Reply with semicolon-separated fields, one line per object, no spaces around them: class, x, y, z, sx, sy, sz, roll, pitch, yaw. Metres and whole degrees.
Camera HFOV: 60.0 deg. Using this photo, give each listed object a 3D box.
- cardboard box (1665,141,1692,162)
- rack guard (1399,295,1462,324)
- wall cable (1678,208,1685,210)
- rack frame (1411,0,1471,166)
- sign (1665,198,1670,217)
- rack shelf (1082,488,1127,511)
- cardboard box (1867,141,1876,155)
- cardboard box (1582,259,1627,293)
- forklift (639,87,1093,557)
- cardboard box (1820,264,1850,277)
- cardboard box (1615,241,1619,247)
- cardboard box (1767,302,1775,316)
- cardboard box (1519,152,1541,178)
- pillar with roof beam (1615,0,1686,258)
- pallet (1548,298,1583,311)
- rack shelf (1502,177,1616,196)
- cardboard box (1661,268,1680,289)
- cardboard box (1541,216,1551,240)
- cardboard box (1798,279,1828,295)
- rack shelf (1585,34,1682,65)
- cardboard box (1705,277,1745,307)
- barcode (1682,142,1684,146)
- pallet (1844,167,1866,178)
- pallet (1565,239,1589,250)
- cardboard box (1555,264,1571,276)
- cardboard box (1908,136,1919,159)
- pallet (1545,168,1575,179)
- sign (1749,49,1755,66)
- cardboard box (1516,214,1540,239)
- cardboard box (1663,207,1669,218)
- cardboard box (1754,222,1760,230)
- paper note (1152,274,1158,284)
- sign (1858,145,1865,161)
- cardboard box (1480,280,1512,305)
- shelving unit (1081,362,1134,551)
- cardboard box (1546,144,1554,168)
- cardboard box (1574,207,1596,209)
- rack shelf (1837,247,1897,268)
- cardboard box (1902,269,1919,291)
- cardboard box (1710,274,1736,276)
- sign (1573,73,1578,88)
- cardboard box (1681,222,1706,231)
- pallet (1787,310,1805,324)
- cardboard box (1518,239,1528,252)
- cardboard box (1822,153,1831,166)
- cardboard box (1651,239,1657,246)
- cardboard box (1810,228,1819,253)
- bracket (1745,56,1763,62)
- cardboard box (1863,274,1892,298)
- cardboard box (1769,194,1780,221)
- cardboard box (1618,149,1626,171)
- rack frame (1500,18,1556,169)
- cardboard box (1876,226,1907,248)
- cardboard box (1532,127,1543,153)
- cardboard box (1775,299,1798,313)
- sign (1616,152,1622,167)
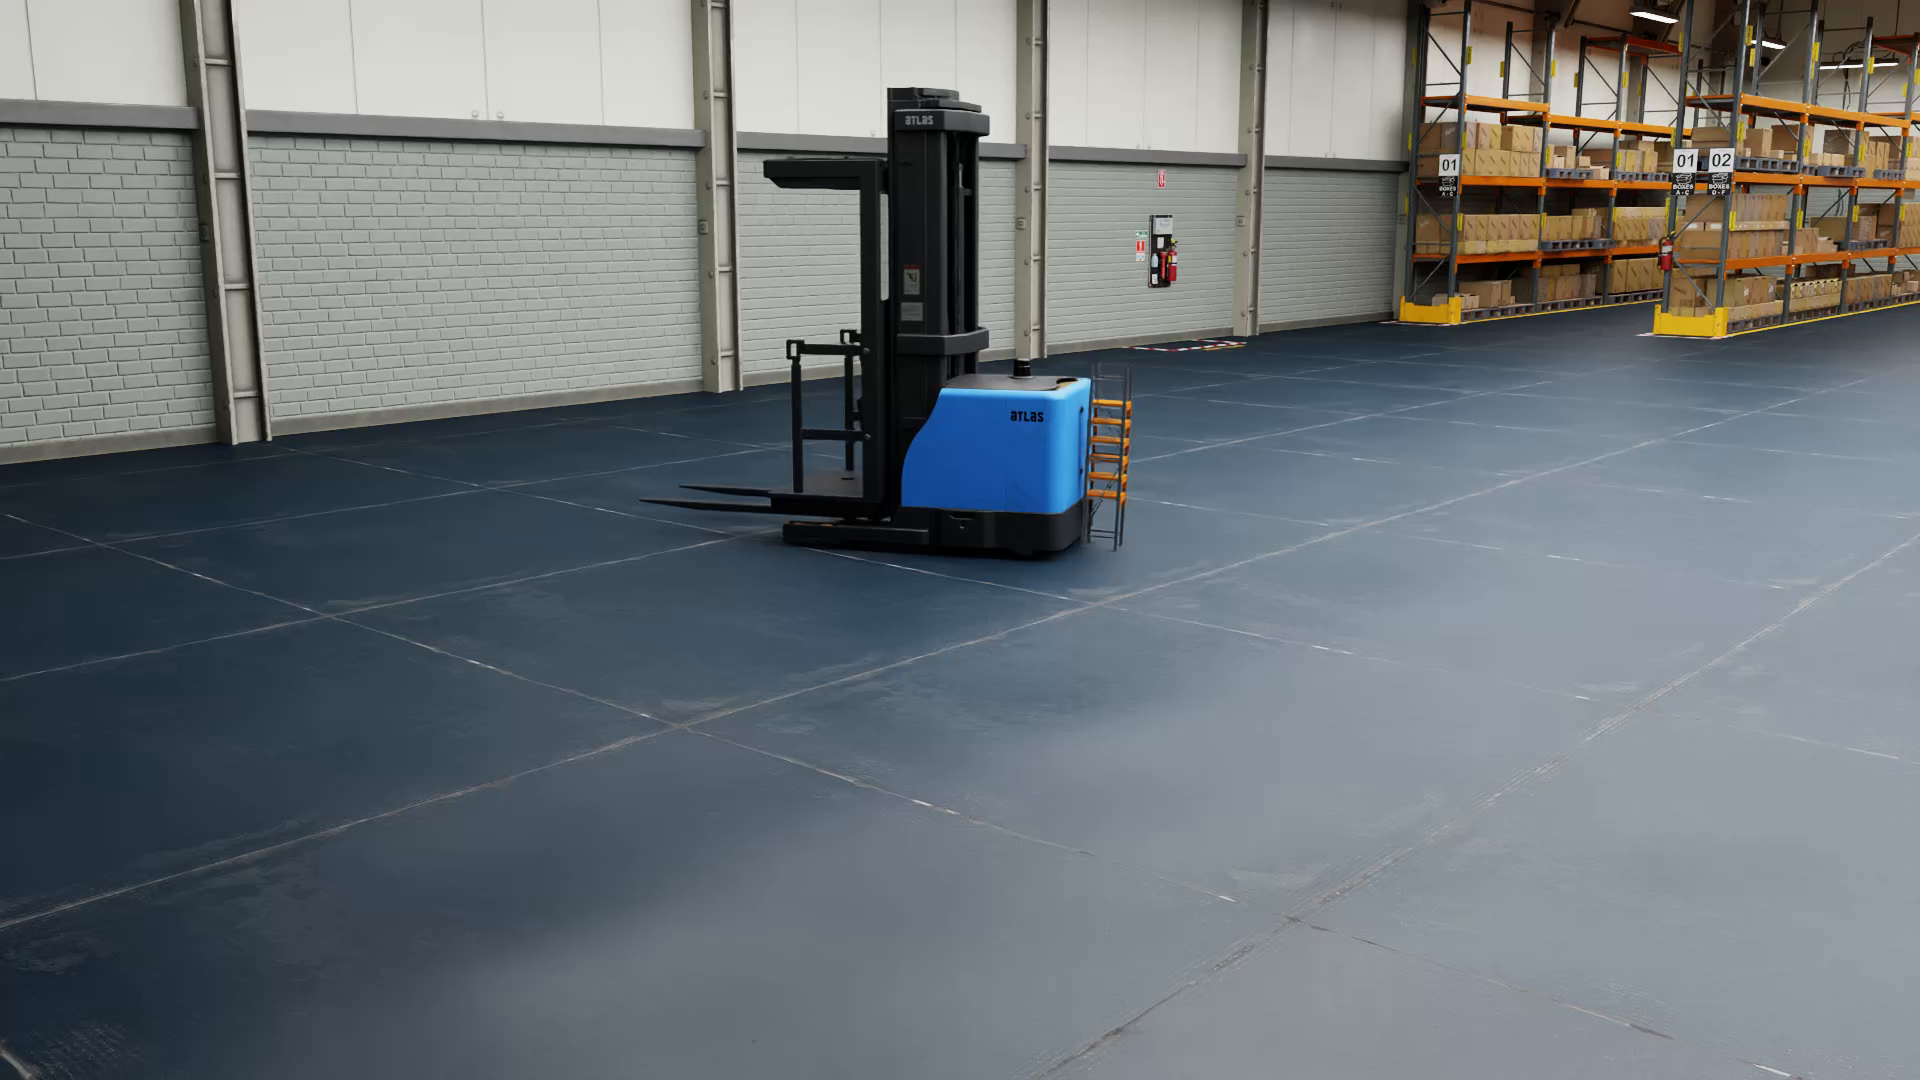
cardboard box;17.763;-9.593;41.065;0.500;0.500;0.500;10;15;40
rack guard;9.211;-4.524;32.586;1.175;0.500;0.348;10;15;40
wall cable;19.857;-8.902;45.527;0.084;1.984;1.851;10;15;40
rack frame;9.161;-8.681;31.697;1.000;3.000;0.127;10;15;40
sign;12.486;-5.855;29.306;0.100;0.325;0.005;10;15;40
rack shelf;0.947;-0.265;10.894;0.258;0.103;0.180;6;13;16
cardboard box;19.539;-8.378;36.258;0.600;0.600;0.600;9;14;38
cardboard box;15.025;-6.159;38.804;0.750;0.750;0.750;10;15;40
forklift;-0.667;-1.474;11.108;3.031;2.935;1.130;3;12;16
cardboard box;19.312;-5.961;36.744;0.500;0.250;0.500;9;15;39
cardboard box;15.006;-6.857;38.473;0.380;0.149;0.250;10;15;41
cardboard box;15.045;-4.376;31.411;0.500;0.250;0.500;10;15;40
cardboard box;11.652;-7.750;34.392;0.500;0.500;0.500;10;15;42
pillar with roof beam;20.128;-10.104;38.826;9.100;9.000;0.548;10;15;40
pallet;13.119;-5.255;36.982;1.003;0.211;1.213;10;15;40
rack shelf;13.121;-7.740;36.481;1.077;0.370;4.000;10;15;40
cardboard box;17.653;-6.581;41.813;0.700;0.500;0.500;10;15;41
cardboard box;12.163;-6.662;35.531;0.700;0.500;0.500;10;15;41
cardboard box;17.331;-5.148;33.845;0.500;0.311;0.500;10;15;40
rack shelf;15.762;-11.429;38.808;1.077;0.370;4.000;10;15;40
cardboard box;13.734;-4.448;29.856;0.500;0.500;0.500;10;15;40
barcode;12.721;-6.961;29.265;0.001;0.075;0.075;10;15;40
pallet;17.784;-7.543;34.141;1.213;0.211;1.003;11;16;43
pallet;13.166;-6.525;36.712;1.003;0.211;1.213;10;15;40
cardboard box;13.246;-6.009;36.981;0.500;0.250;0.500;10;15;40
cardboard box;21.534;-9.006;38.178;0.700;0.500;0.500;10;15;40
pallet;12.289;-7.783;35.342;1.213;0.211;1.003;10;15;40
sign;15.109;-9.194;31.683;0.100;0.325;0.005;10;15;40
cardboard box;11.721;-6.522;34.622;0.500;0.500;0.500;10;15;40
cardboard box;16.966;-7.975;40.500;0.500;0.250;0.500;10;15;42
cardboard box;14.320;-5.722;30.289;0.380;0.149;0.250;10;15;41
paper note;3.184;-4.263;27.146;0.016;0.148;0.142;10;15;40
sign;18.577;-7.966;34.257;0.100;0.325;0.005;10;15;40
cardboard box;11.146;-5.159;34.643;0.500;0.500;0.500;8;14;36
shelving unit;0.958;-0.542;10.835;0.258;1.200;0.189;6;13;16
cardboard box;12.222;-8.123;35.238;0.500;0.500;0.500;-9;15;-39
cardboard box;14.546;-7.588;38.565;0.500;0.250;0.500;10;15;42
rack shelf;19.485;-6.217;36.518;1.077;0.370;4.000;10;15;40
cardboard box;23.272;-6.331;40.509;0.500;0.500;0.500;10;15;40
cardboard box;14.323;-4.738;31.307;0.500;0.500;0.500;10;15;40
sign;14.022;-10.465;37.840;0.100;0.325;0.005;10;15;40
cardboard box;12.993;-5.547;29.412;0.380;0.149;0.250;9;15;39
pallet;15.982;-4.433;32.869;1.003;0.211;1.213;10;15;40
cardboard box;11.381;-6.082;34.337;0.500;0.250;0.500;10;15;41
cardboard box;17.189;-7.643;33.471;0.500;0.250;0.500;9;15;39
cardboard box;16.587;-7.186;40.119;0.380;0.149;0.250;10;15;40
cardboard box;17.070;-6.076;33.718;0.500;0.500;0.500;9;14;37
bracket;22.570;-13.586;47.066;0.076;0.066;3.189;10;15;40
cardboard box;20.695;-5.745;37.573;0.500;0.500;0.500;10;15;40
cardboard box;14.904;-6.232;31.187;0.700;0.500;0.500;10;15;40
cardboard box;15.029;-8.815;38.650;0.700;0.500;0.500;9;14;37
rack frame;11.801;-9.269;34.644;1.000;3.000;0.127;10;15;40
cardboard box;21.347;-6.953;38.110;0.500;0.500;0.500;10;15;42
cardboard box;11.674;-8.239;34.283;0.500;0.500;0.500;8;14;36
cardboard box;15.977;-4.572;32.392;0.500;0.250;0.500;9;15;39
sign;14.848;-8.570;37.481;0.100;0.325;0.005;10;15;40
